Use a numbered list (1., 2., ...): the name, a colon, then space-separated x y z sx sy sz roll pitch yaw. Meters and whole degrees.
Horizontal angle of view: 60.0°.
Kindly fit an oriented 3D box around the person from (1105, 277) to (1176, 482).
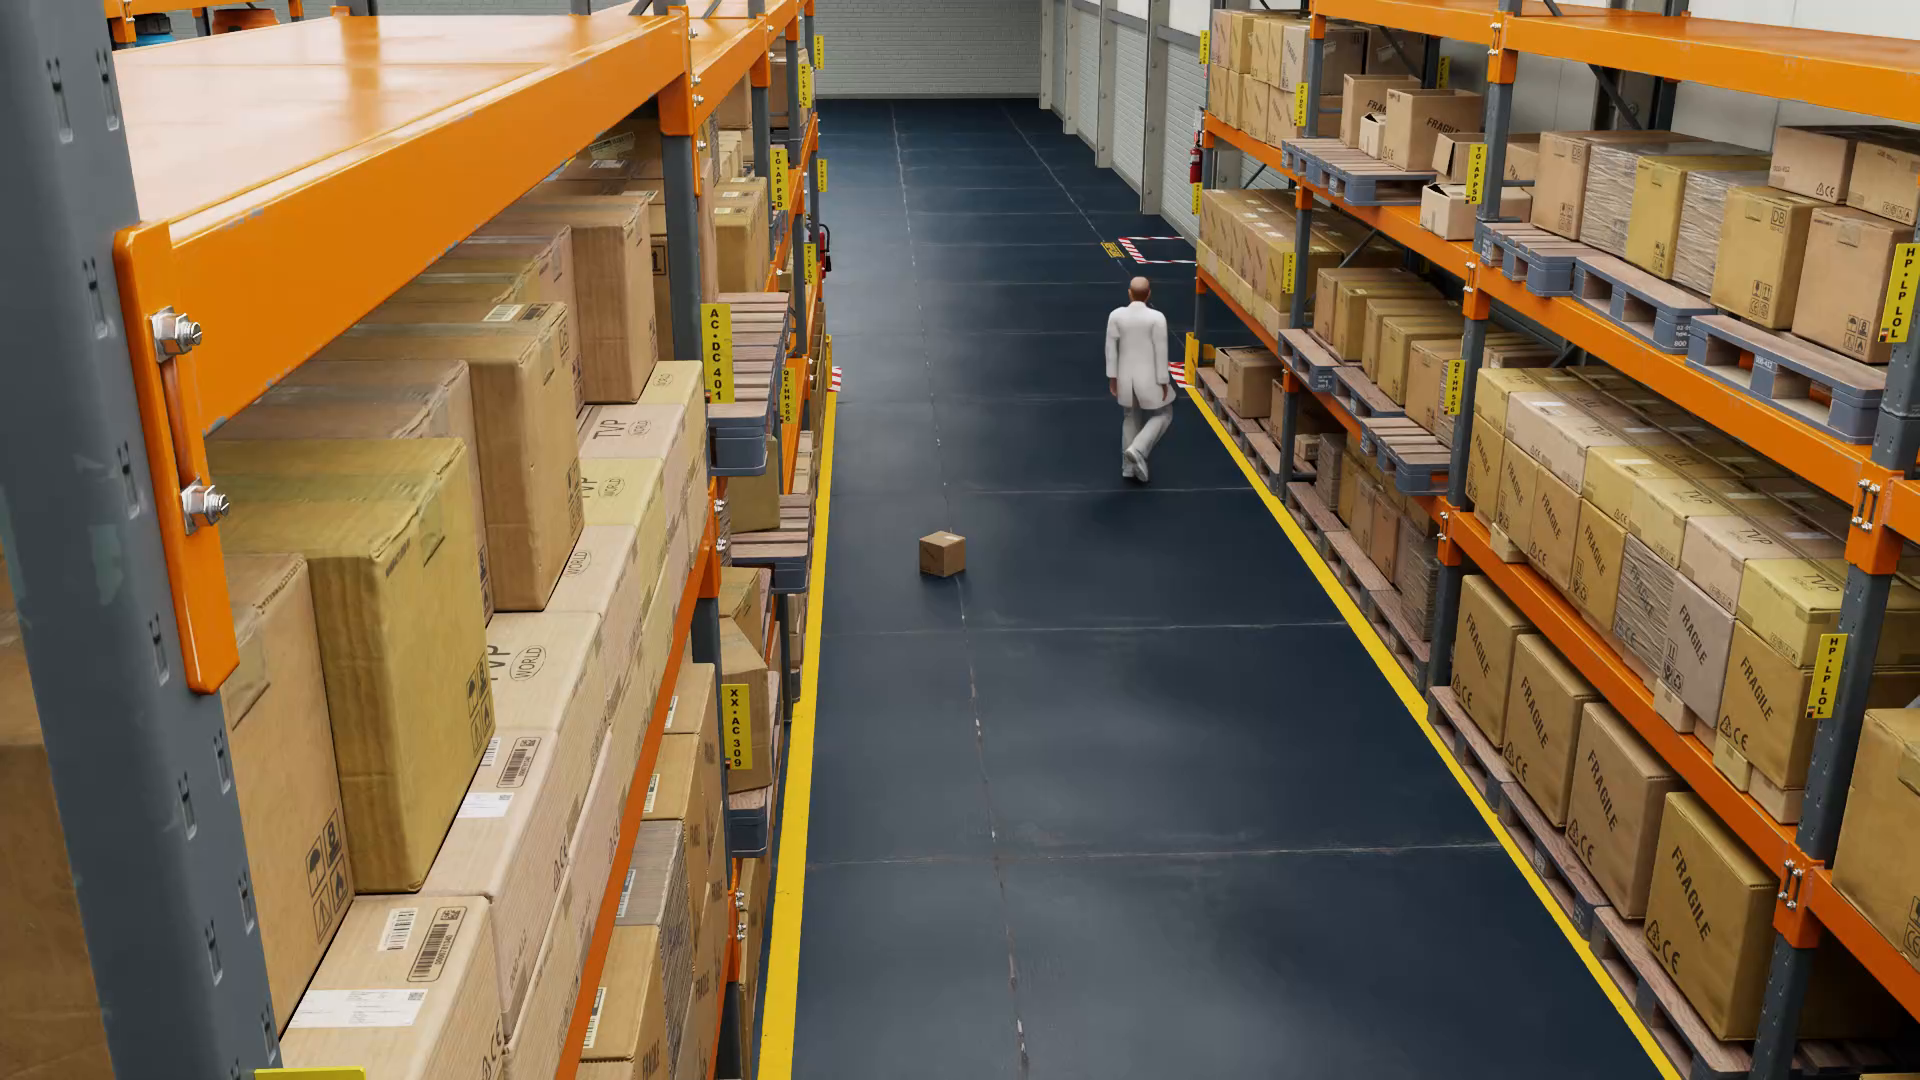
1. person: 1.551 -1.386 14.330 0.606 1.777 0.578 12 23 29
